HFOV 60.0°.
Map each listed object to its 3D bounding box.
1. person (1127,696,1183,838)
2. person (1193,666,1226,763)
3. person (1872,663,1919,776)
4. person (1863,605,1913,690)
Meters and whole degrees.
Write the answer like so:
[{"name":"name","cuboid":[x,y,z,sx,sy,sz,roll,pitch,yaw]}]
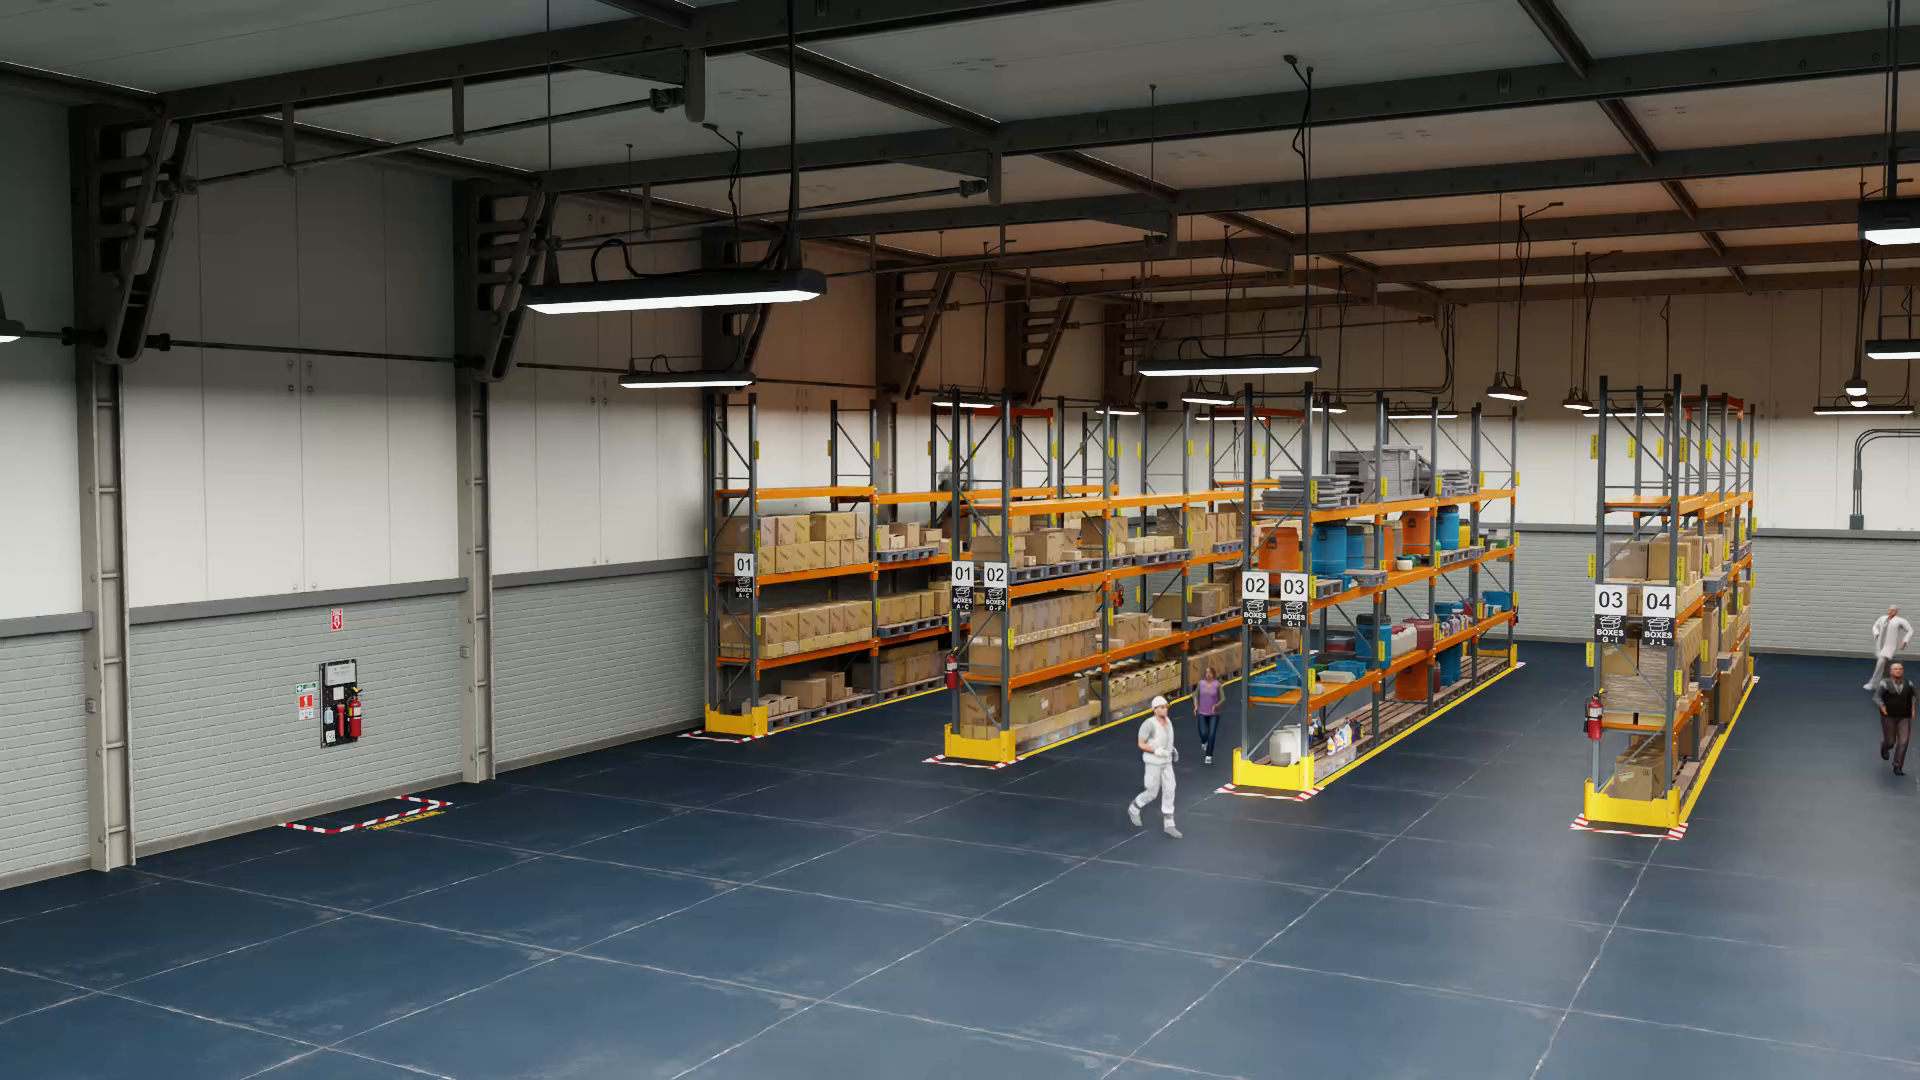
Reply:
[{"name":"person","cuboid":[2.571,2.931,21.711,0.685,1.801,0.872,-2,4,-38]},{"name":"person","cuboid":[3.979,2.837,26.627,0.536,1.465,0.544,1,3,14]},{"name":"person","cuboid":[14.570,2.770,25.881,0.661,1.708,0.792,1,3,18]},{"name":"person","cuboid":[19.307,2.215,34.578,1.005,1.744,0.772,-1,3,-24]}]
